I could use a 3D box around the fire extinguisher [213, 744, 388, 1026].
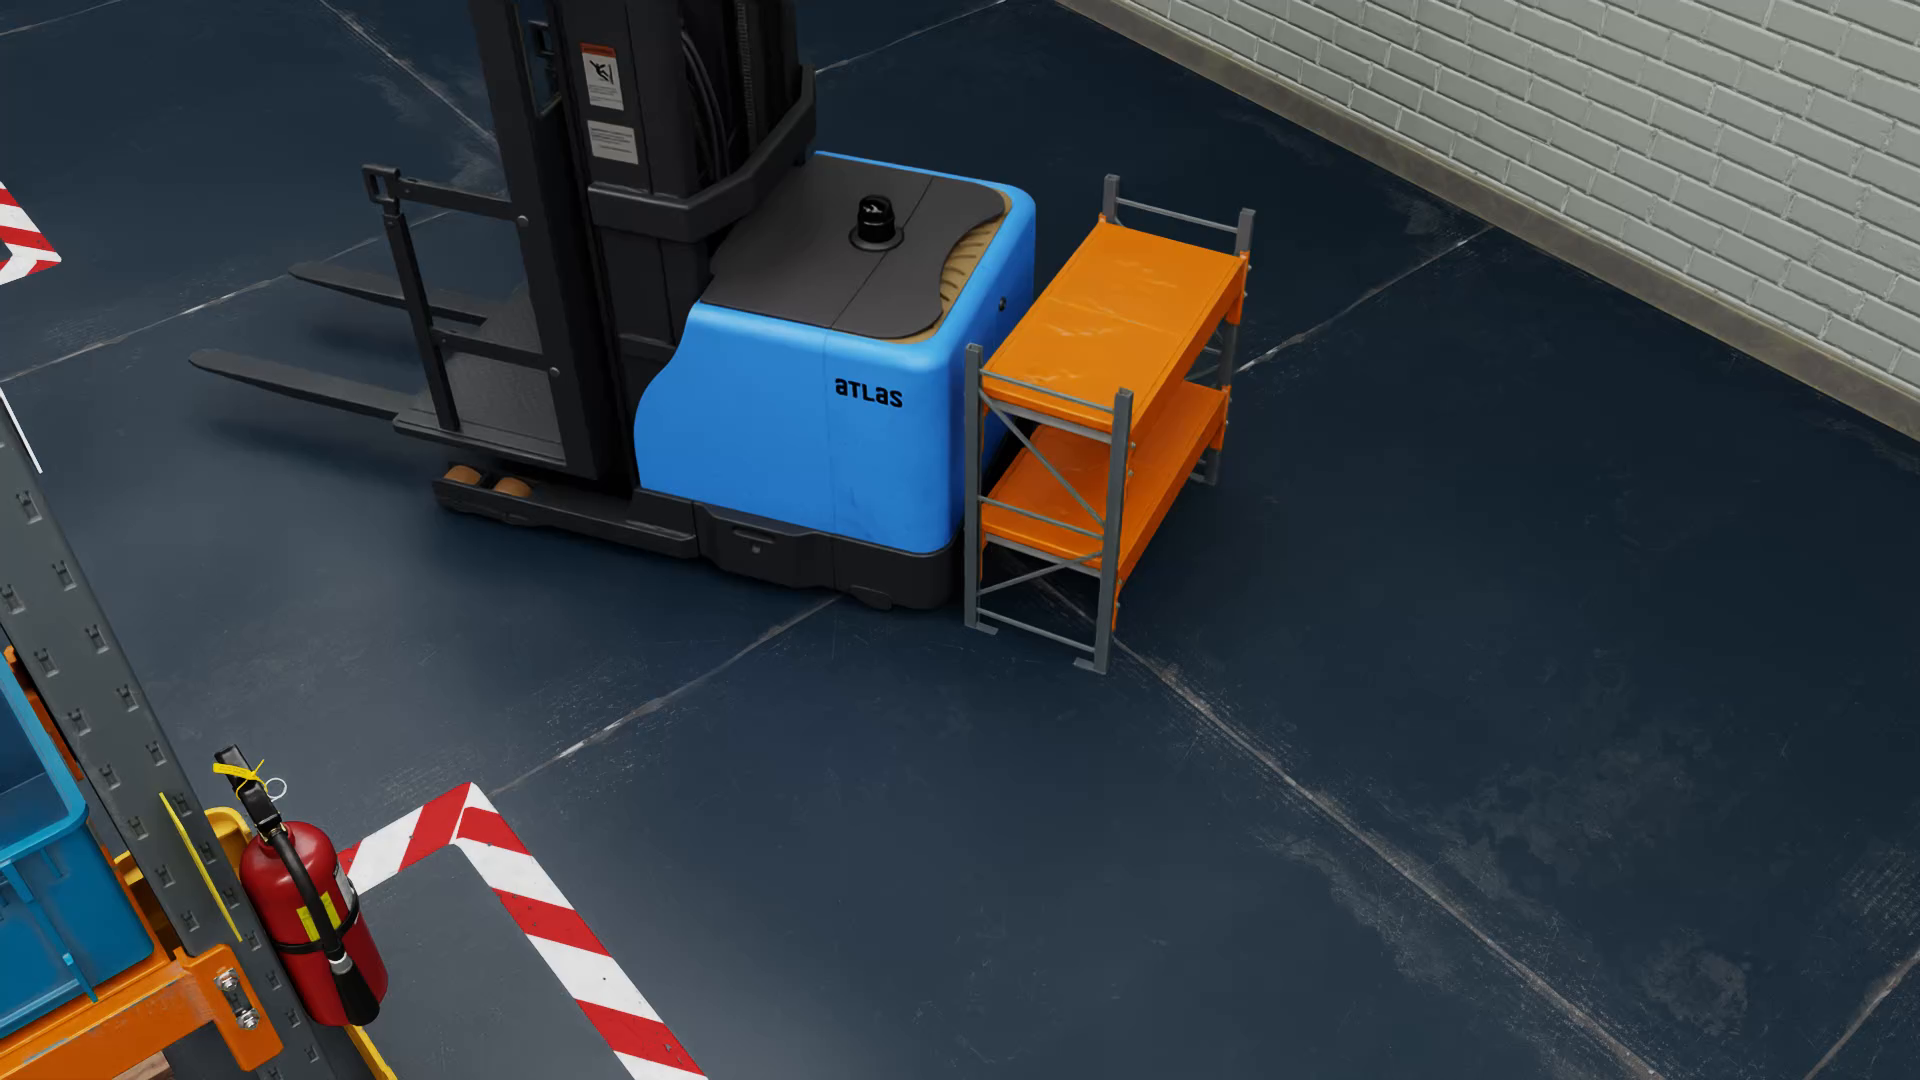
[{"bbox_3d":[-1.253,0.677,3.167,0.183,0.674,0.296,-30,51,-28],"label":"fire extinguisher"}]

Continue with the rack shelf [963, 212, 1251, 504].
[{"bbox_3d":[0.470,-0.589,5.128,0.538,0.278,1.000,19,46,19],"label":"rack shelf"}]

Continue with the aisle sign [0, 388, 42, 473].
[{"bbox_3d":[-1.417,-0.485,2.176,0.004,0.787,0.394,-30,51,-28],"label":"aisle sign"}]

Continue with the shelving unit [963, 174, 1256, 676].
[{"bbox_3d":[0.470,-0.375,5.328,0.538,1.125,1.048,19,46,19],"label":"shelving unit"}]

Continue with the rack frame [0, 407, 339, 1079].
[{"bbox_3d":[-1.660,0.340,3.197,0.127,3.000,1.000,-30,51,-28],"label":"rack frame"}]

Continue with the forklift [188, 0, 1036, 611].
[{"bbox_3d":[-1.312,-1.447,5.150,3.031,2.935,1.130,13,45,14],"label":"forklift"}]

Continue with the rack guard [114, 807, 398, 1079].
[{"bbox_3d":[-1.650,1.234,4.071,0.348,0.500,1.175,-30,51,-28],"label":"rack guard"}]

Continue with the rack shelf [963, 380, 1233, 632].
[{"bbox_3d":[0.470,-0.197,5.495,0.538,0.278,1.000,19,46,19],"label":"rack shelf"}]

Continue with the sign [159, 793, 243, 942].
[{"bbox_3d":[-1.295,0.563,2.841,0.005,0.325,0.100,-30,51,-28],"label":"sign"}]

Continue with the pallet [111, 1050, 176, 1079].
[{"bbox_3d":[-2.318,1.699,3.787,1.213,0.211,1.003,-30,51,-28],"label":"pallet"}]

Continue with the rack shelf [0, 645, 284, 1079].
[{"bbox_3d":[-3.194,1.481,2.507,4.000,0.370,1.077,-30,51,-28],"label":"rack shelf"}]

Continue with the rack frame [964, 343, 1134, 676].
[{"bbox_3d":[0.244,-0.064,4.996,0.500,1.125,0.032,19,46,19],"label":"rack frame"}]

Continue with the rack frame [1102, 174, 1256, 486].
[{"bbox_3d":[0.695,-0.687,5.660,0.500,1.125,0.032,19,46,19],"label":"rack frame"}]

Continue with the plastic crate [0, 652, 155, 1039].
[{"bbox_3d":[-1.797,0.551,2.903,0.499,0.435,0.616,-30,51,-28],"label":"plastic crate"}]
